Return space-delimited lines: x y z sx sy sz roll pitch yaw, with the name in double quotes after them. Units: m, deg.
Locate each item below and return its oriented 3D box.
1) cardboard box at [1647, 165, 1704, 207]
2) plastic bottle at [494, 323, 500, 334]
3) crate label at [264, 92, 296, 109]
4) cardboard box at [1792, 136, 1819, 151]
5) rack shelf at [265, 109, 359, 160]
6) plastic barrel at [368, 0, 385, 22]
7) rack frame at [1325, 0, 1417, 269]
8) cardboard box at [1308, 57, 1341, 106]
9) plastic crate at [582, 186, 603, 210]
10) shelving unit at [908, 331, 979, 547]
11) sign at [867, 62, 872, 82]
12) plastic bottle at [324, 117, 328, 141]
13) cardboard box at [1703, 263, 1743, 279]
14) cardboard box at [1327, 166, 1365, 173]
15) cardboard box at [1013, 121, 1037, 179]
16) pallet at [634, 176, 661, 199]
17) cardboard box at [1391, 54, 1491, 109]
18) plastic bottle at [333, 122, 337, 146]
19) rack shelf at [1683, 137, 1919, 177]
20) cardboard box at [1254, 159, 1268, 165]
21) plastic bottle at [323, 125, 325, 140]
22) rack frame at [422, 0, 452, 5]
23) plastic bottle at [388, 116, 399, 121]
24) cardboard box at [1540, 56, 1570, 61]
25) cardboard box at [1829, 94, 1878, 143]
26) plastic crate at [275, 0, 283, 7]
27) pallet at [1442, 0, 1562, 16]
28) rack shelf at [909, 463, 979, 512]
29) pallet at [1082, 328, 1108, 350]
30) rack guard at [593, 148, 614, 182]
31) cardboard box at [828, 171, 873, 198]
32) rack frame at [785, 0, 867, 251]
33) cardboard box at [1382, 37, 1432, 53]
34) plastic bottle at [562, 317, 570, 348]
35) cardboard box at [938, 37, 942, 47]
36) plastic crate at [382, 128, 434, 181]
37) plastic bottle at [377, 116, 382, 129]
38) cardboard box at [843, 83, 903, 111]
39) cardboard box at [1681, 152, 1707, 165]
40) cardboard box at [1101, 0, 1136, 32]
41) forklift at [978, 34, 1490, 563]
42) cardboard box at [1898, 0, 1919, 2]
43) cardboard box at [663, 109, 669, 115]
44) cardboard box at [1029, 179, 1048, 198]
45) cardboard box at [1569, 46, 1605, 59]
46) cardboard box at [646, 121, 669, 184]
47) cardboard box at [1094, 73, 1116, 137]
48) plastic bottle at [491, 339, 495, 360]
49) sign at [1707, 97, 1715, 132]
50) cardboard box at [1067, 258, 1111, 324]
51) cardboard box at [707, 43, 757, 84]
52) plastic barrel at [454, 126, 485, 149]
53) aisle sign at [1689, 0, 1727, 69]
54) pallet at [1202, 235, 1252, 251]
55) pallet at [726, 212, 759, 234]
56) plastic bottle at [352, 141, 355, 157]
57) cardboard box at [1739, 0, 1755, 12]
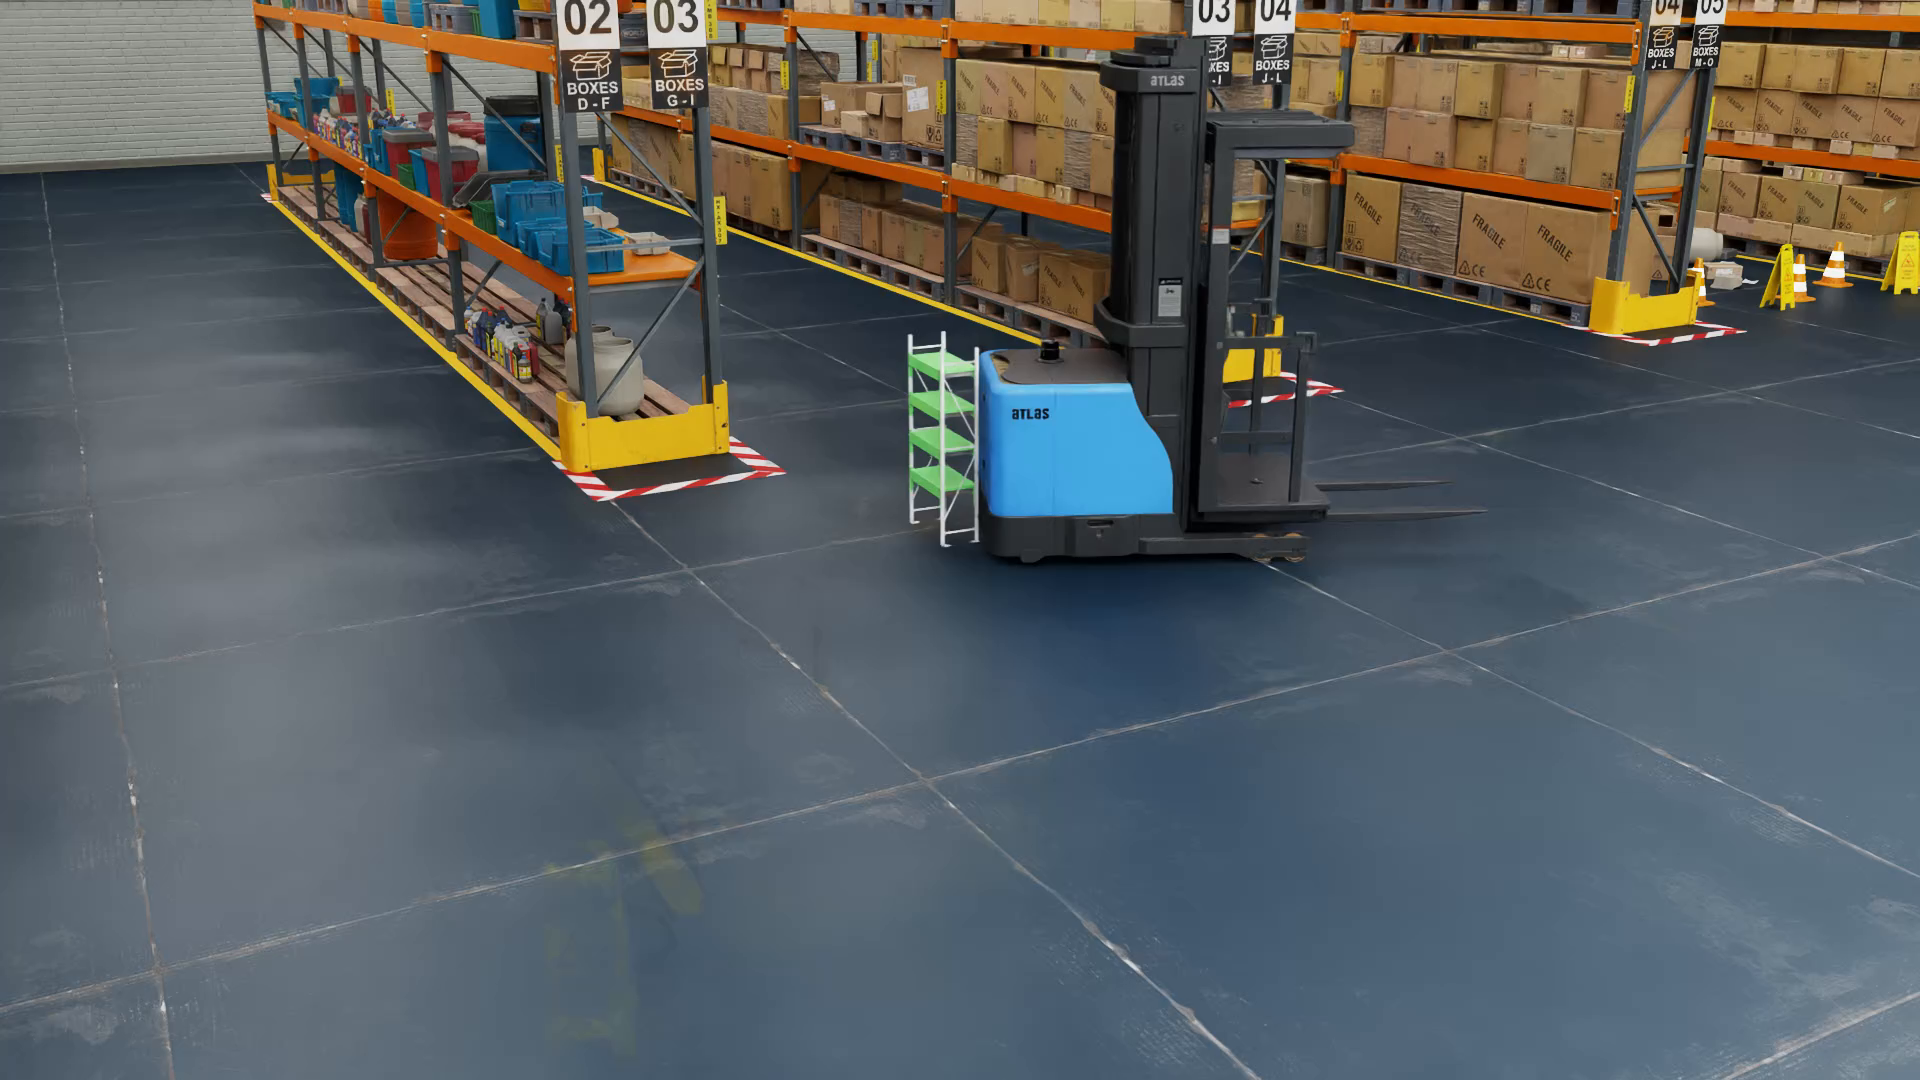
9.069 -4.490 20.968 0.500 0.500 0.500 -9 21 -24 "cardboard box"
-3.844 -1.678 13.904 0.097 0.271 0.097 0 19 0 "plastic bottle"
-9.925 -6.418 24.298 0.416 0.233 0.303 -10 21 -27 "crate label"
9.891 -4.612 19.283 0.380 0.149 0.250 -10 22 -27 "cardboard box"
-8.803 -5.677 23.087 1.077 0.370 4.000 -10 21 -27 "rack shelf"
-5.444 -5.458 16.094 0.600 0.830 0.708 -10 21 -27 "plastic barrel"
4.718 -4.653 19.016 1.000 3.000 0.127 -10 21 -27 "rack frame"
4.477 -5.314 19.247 0.700 0.500 0.500 -10 22 -28 "cardboard box"
-3.290 -2.800 13.876 0.499 0.251 0.616 -10 21 -27 "plastic crate"
-0.102 -0.614 10.072 0.258 1.200 0.503 -8 21 -23 "shelving unit"
-1.122 -5.658 20.277 0.100 0.325 0.005 -10 21 -27 "sign"
-7.633 -4.961 20.090 0.061 0.283 0.133 -10 21 -27 "plastic bottle"
8.526 -3.016 18.643 0.380 0.149 0.250 1 19 2 "cardboard box"
6.452 -6.259 26.284 0.875 0.875 0.875 -10 21 -26 "cardboard box"
0.996 -3.686 15.605 0.875 0.500 0.500 -10 21 -27 "cardboard box"
-4.370 -5.473 25.668 1.003 0.211 1.213 -10 21 -27 "pallet"
5.226 -4.983 18.088 0.875 0.550 0.550 -10 21 -27 "cardboard box"
-7.342 -4.792 19.618 0.097 0.271 0.097 0 19 0 "plastic bottle"
9.976 -4.534 19.776 1.077 0.370 4.000 -10 21 -27 "rack shelf"
3.446 -4.497 21.370 1.050 0.750 0.750 -10 21 -26 "cardboard box"
-7.718 -4.986 20.288 0.097 0.201 0.097 0 19 0 "plastic bottle"
-4.054 -5.982 13.672 1.000 3.000 0.127 -10 21 -27 "rack frame"
-6.905 -5.033 20.308 0.152 0.276 0.135 -10 21 -27 "plastic bottle"
8.128 -6.223 22.314 0.500 0.500 0.500 -9 21 -25 "cardboard box"
10.192 -4.746 18.676 0.500 0.500 0.500 -10 21 -27 "cardboard box"
-8.792 -7.042 21.747 0.293 0.136 0.466 -10 21 -27 "plastic crate"
5.672 -5.442 16.843 1.003 0.211 1.213 -10 21 -27 "pallet"
-0.102 -0.327 10.171 0.258 0.148 0.480 -8 21 -23 "rack shelf"
1.813 -1.707 14.756 1.003 0.211 1.213 -10 21 -27 "pallet"
-5.405 -6.183 27.285 1.175 0.500 0.348 -10 21 -27 "rack guard"
-1.250 -4.255 19.871 0.500 0.250 0.500 -9 21 -24 "cardboard box"
-1.595 -5.062 20.202 1.000 3.000 0.127 -10 21 -27 "rack frame"
6.651 -7.225 24.783 0.500 0.500 0.500 -11 22 -28 "cardboard box"
-3.328 -1.759 14.120 0.061 0.283 0.133 -10 21 -27 "plastic bottle"
-0.023 -7.999 26.573 0.500 0.500 0.500 -9 21 -25 "cardboard box"
-5.456 -3.813 16.486 0.402 0.464 0.583 -10 21 -27 "plastic crate"
-7.070 -5.045 20.349 0.097 0.271 0.097 0 19 0 "plastic bottle"
-0.950 -5.014 19.266 0.700 0.500 0.500 -7 20 -19 "cardboard box"
9.075 -4.752 20.731 0.380 0.149 0.250 -10 21 -26 "cardboard box"
1.512 -4.354 13.783 0.500 0.250 0.500 -10 21 -26 "cardboard box"
1.643 -1.424 9.764 3.031 2.935 1.130 -1 19 -4 "forklift"
10.445 -5.893 17.786 0.500 0.250 0.500 -10 22 -27 "cardboard box"
-4.050 -6.202 23.891 0.380 0.149 0.250 -10 21 -26 "cardboard box"
0.866 -3.258 15.359 0.380 0.149 0.250 -10 21 -27 "cardboard box"
8.269 -6.435 21.933 0.380 0.149 0.250 -11 22 -28 "cardboard box"
-4.165 -5.864 25.141 0.875 0.875 0.875 -10 21 -27 "cardboard box"
1.483 -3.688 14.078 0.500 0.500 0.500 -10 21 -27 "cardboard box"
-3.833 -1.596 13.775 0.097 0.201 0.097 0 19 0 "plastic bottle"
7.108 -4.035 15.779 0.100 0.325 0.005 -10 21 -27 "sign"
1.328 -2.313 15.424 0.500 0.500 0.500 -8 21 -22 "cardboard box"
-3.184 -6.549 22.822 0.797 0.503 0.637 -11 22 -28 "cardboard box"
-4.664 -3.730 16.133 0.433 0.535 0.433 0 19 0 "plastic barrel"
6.915 -4.759 15.340 0.394 0.787 0.004 -10 21 -27 "aisle sign"
3.702 -3.895 21.096 1.003 0.211 1.213 -10 21 -27 "pallet"
-2.478 -4.331 22.360 1.003 0.211 1.213 -10 21 -27 "pallet"
-6.716 -4.381 18.533 0.097 0.201 0.097 0 19 0 "plastic bottle"
9.449 -6.326 19.652 0.380 0.149 0.250 -11 22 -28 "cardboard box"
